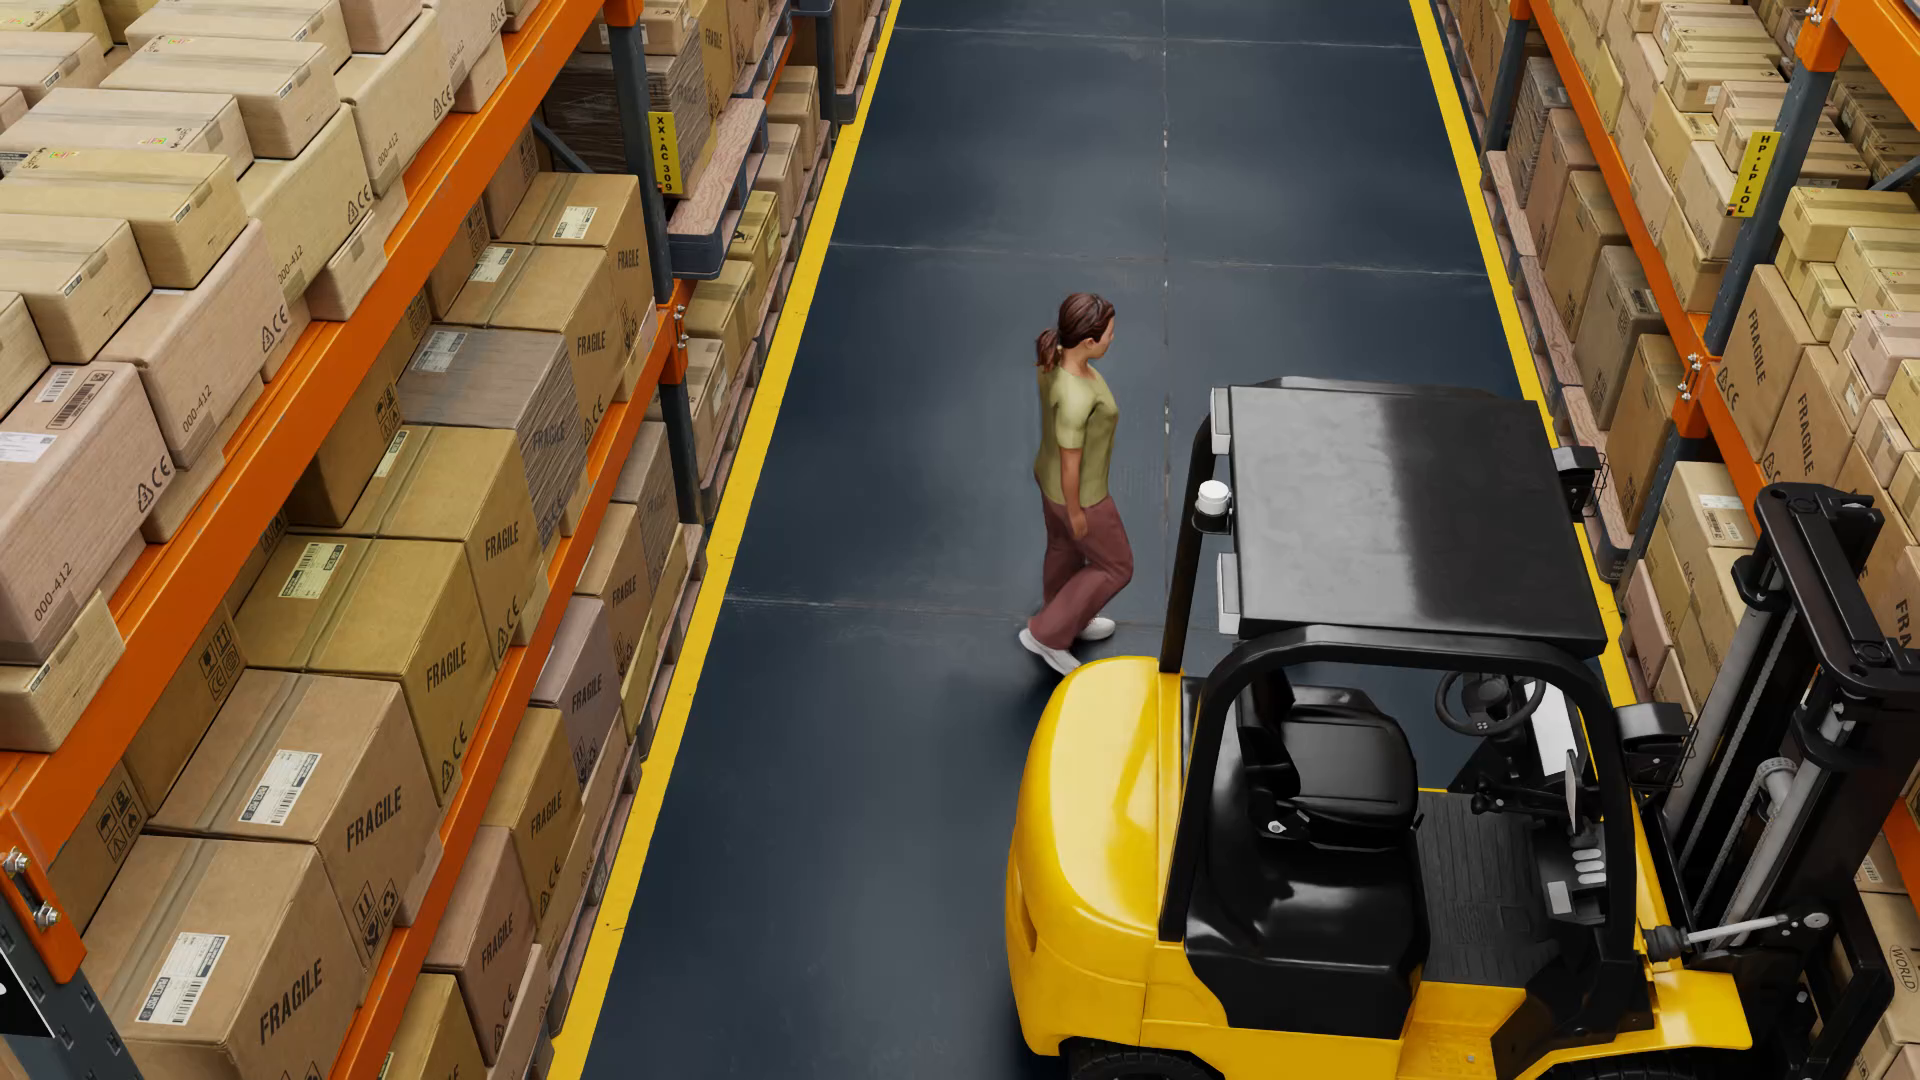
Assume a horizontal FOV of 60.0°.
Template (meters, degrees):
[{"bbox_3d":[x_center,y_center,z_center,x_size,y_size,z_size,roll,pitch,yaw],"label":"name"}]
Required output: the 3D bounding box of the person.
[{"bbox_3d":[0.435,-0.208,6.389,0.452,1.675,0.474,-8,41,-9],"label":"person"}]
